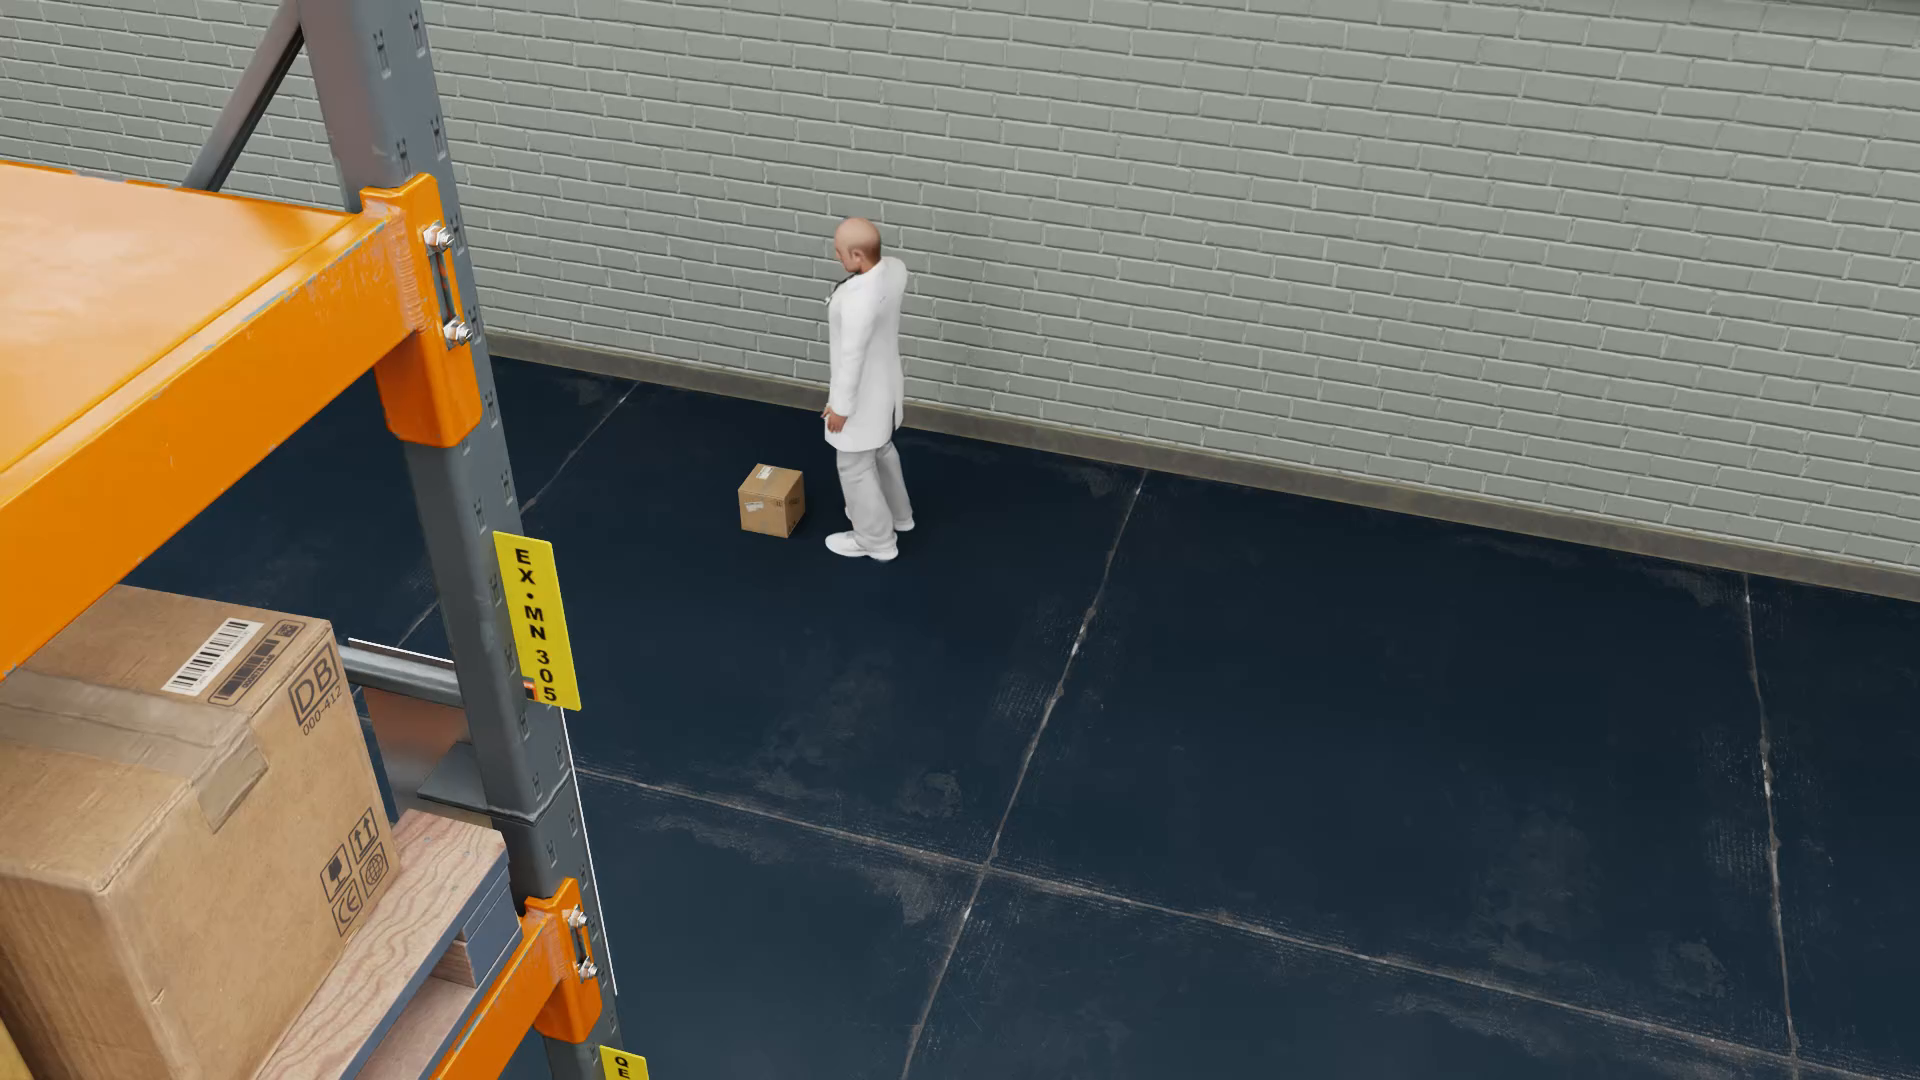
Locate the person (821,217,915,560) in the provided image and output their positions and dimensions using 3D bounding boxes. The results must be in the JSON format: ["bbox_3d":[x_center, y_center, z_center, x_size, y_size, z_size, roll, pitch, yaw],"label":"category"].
[{"bbox_3d":[-0.460,-0.710,7.870,0.379,1.773,0.562,11,38,15],"label":"person"}]
